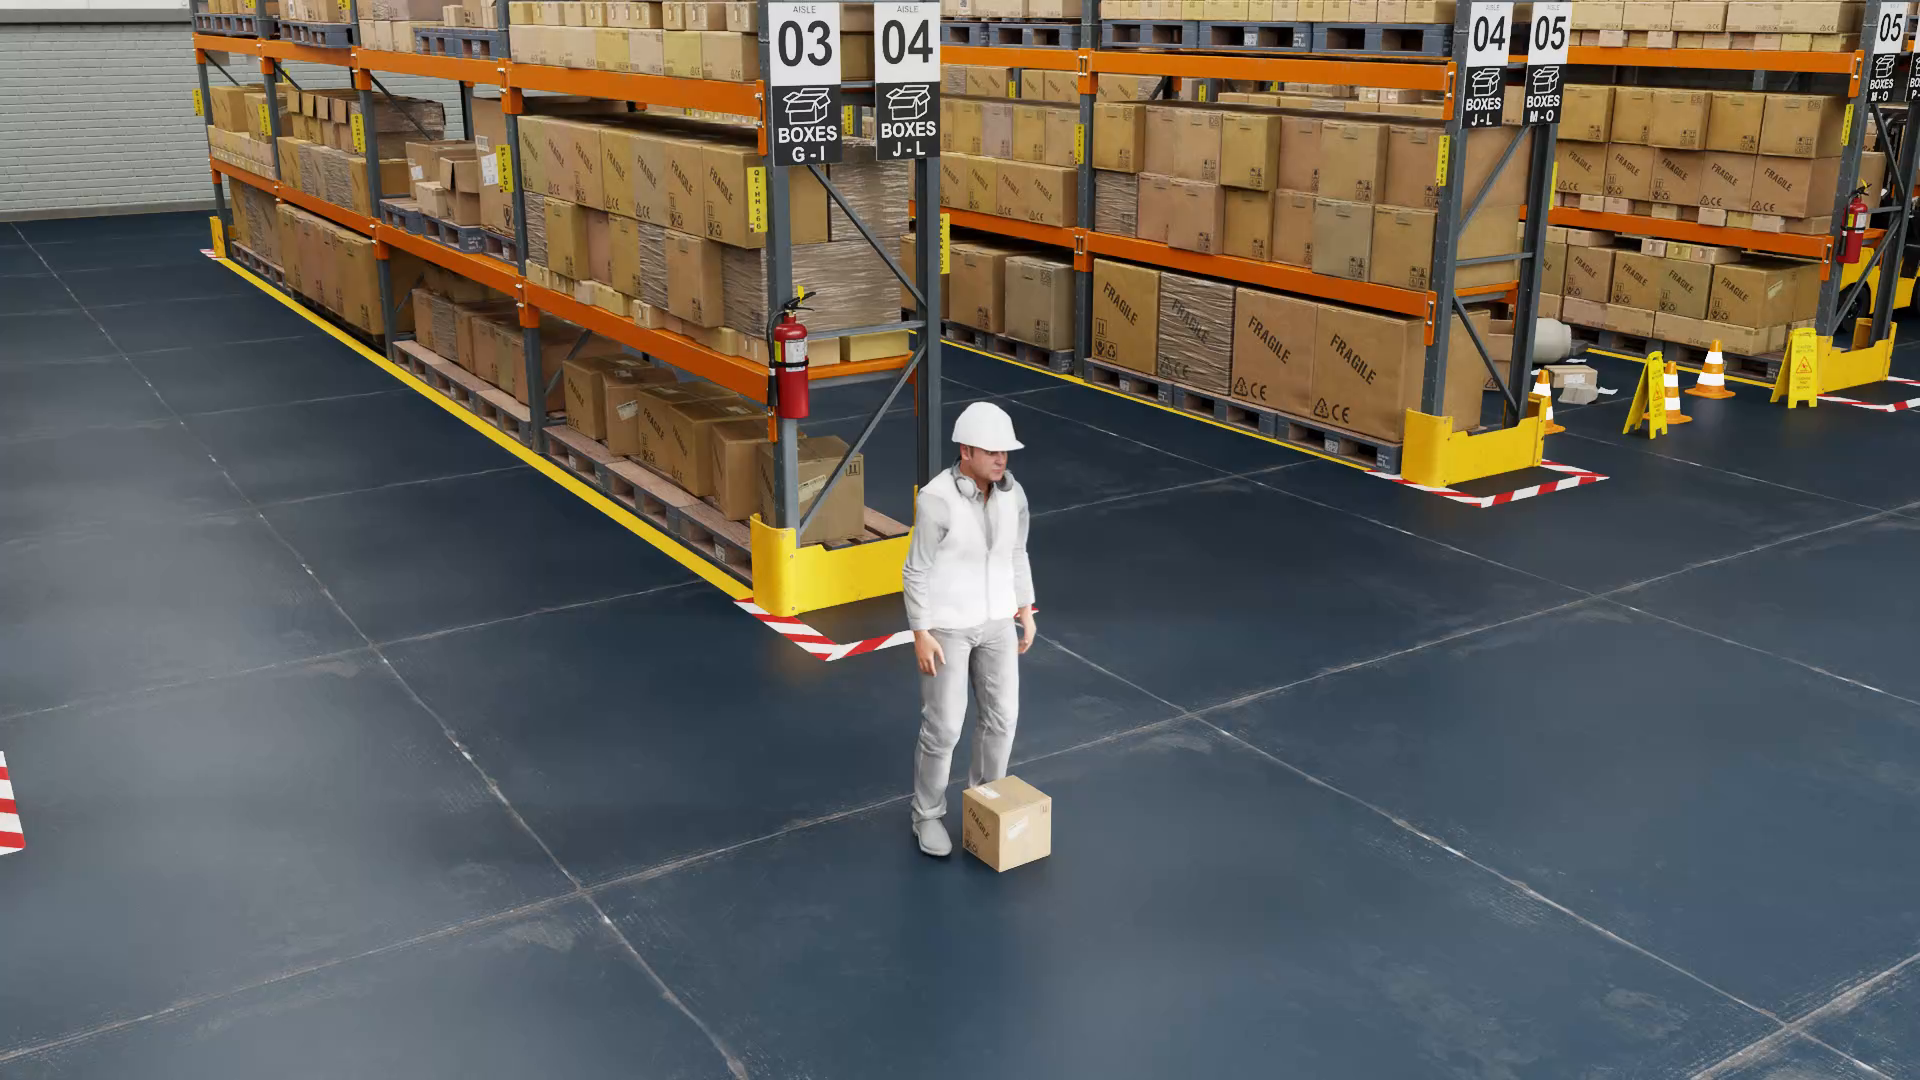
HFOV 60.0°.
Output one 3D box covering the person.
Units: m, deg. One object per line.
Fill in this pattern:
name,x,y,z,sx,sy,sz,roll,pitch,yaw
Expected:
person,0.045,0.324,6.512,0.591,1.770,0.466,-12,22,-34
